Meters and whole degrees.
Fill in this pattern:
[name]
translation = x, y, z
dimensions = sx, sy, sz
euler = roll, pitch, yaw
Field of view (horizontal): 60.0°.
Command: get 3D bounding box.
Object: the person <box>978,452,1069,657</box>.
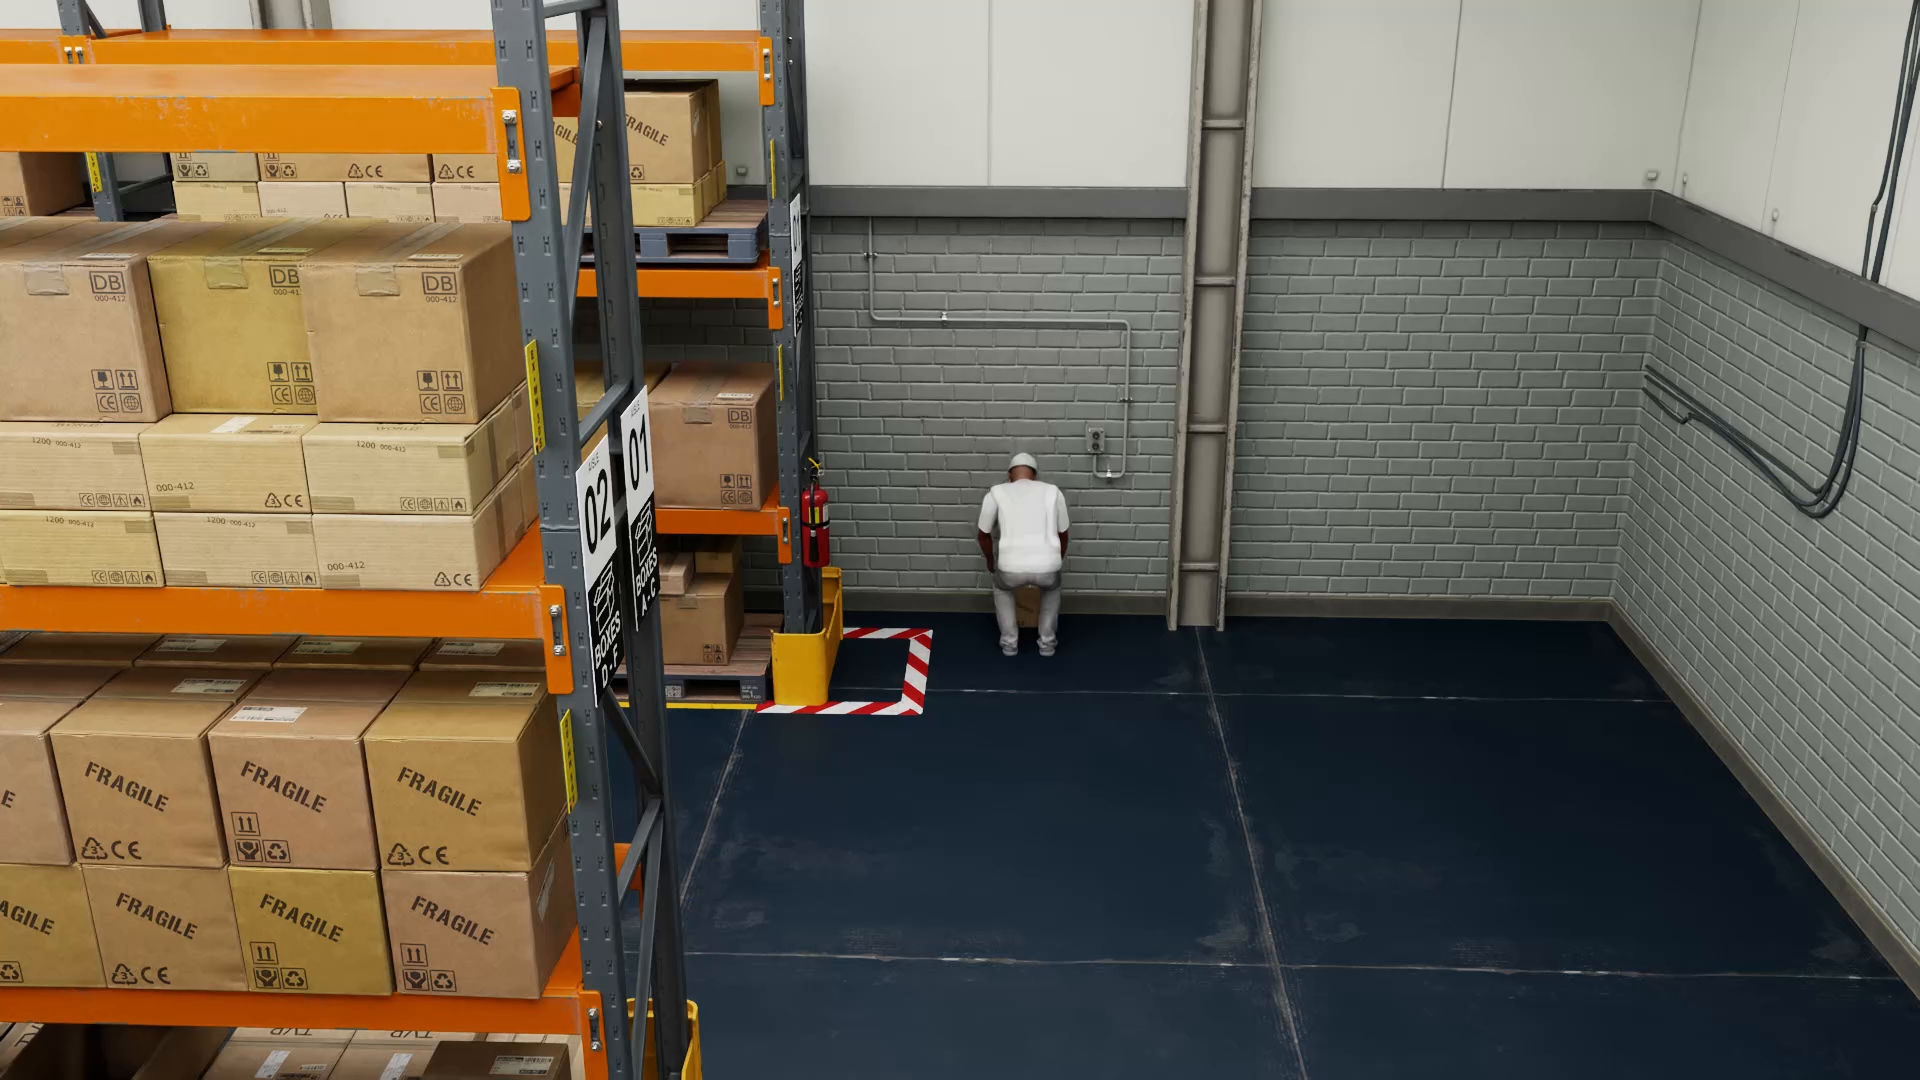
[person]
translation = 0.431, 0.114, 11.389
dimensions = 0.629, 1.313, 0.805
euler = 1, 21, 2
